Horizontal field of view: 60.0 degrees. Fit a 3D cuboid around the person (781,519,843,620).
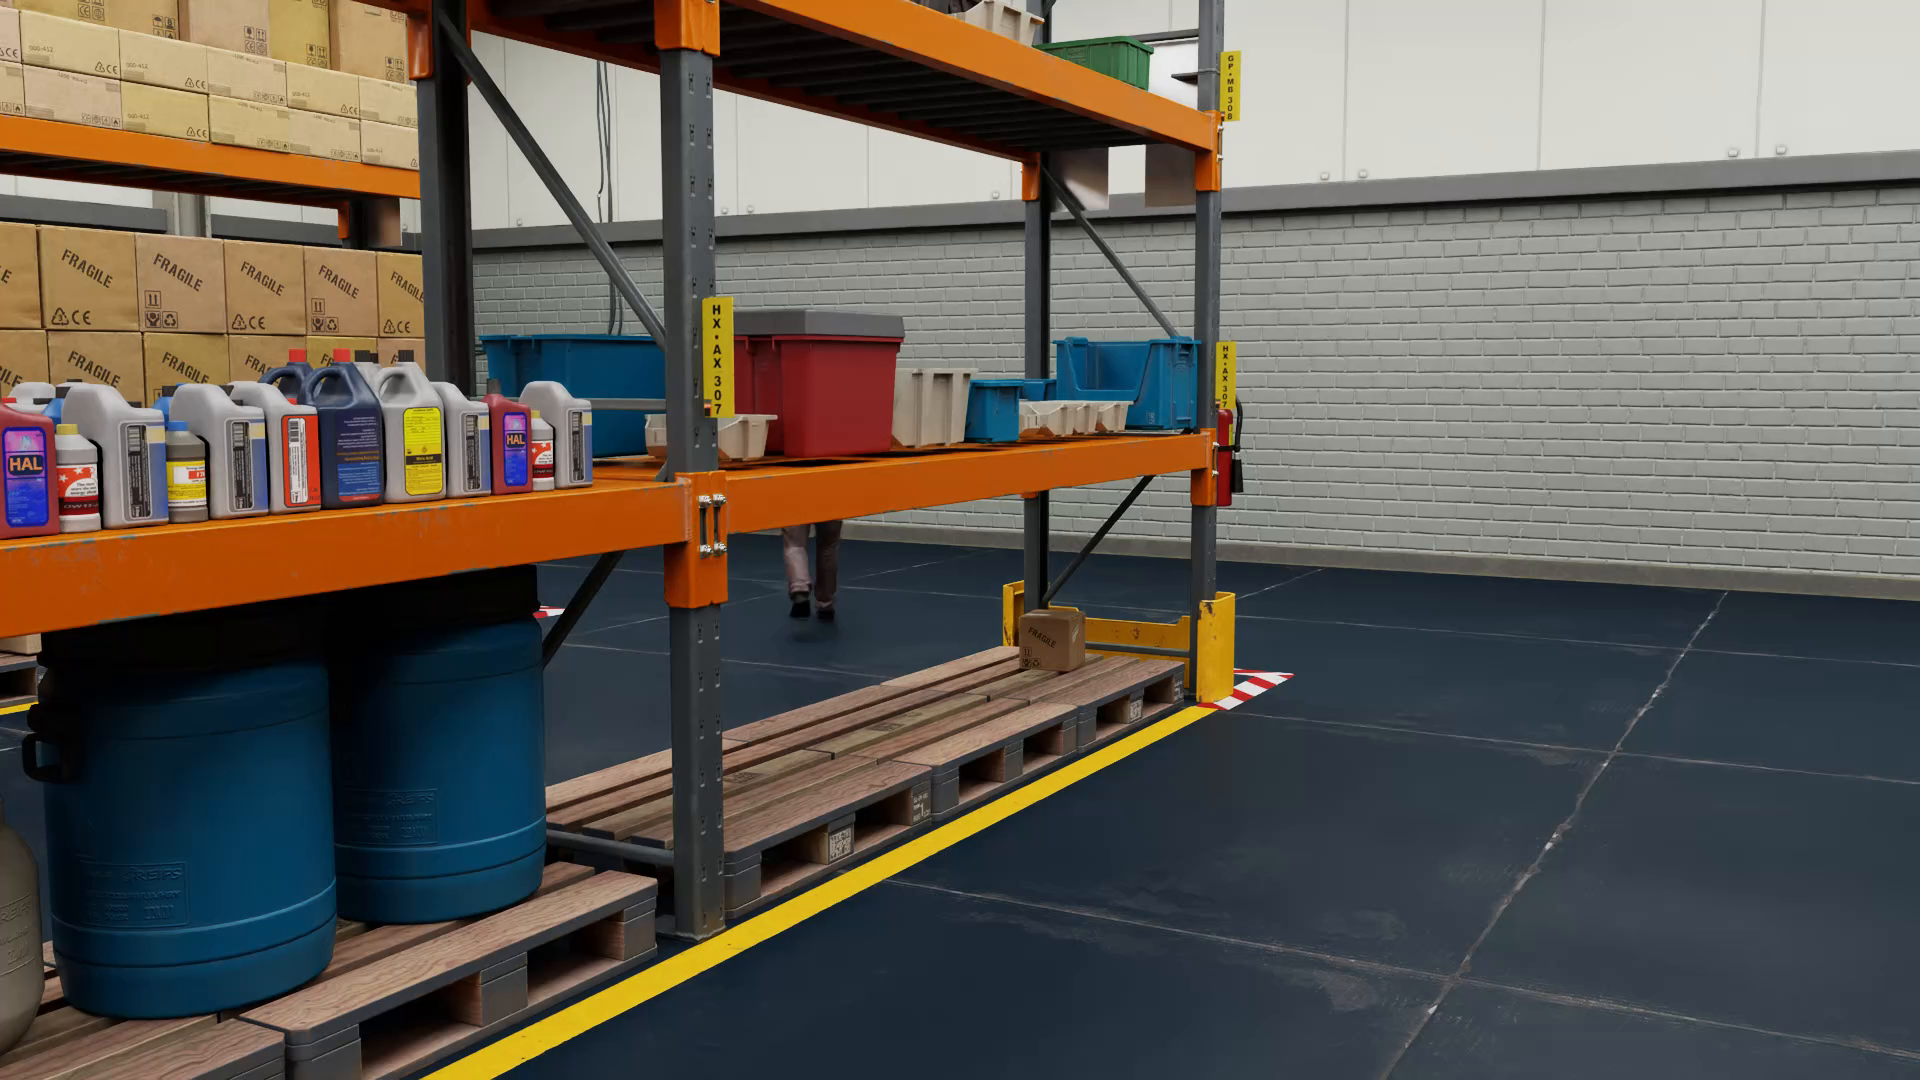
[{"bbox_3d":[-0.934,-0.310,10.388,0.536,1.685,0.920,-1,6,-6],"label":"person"}]
